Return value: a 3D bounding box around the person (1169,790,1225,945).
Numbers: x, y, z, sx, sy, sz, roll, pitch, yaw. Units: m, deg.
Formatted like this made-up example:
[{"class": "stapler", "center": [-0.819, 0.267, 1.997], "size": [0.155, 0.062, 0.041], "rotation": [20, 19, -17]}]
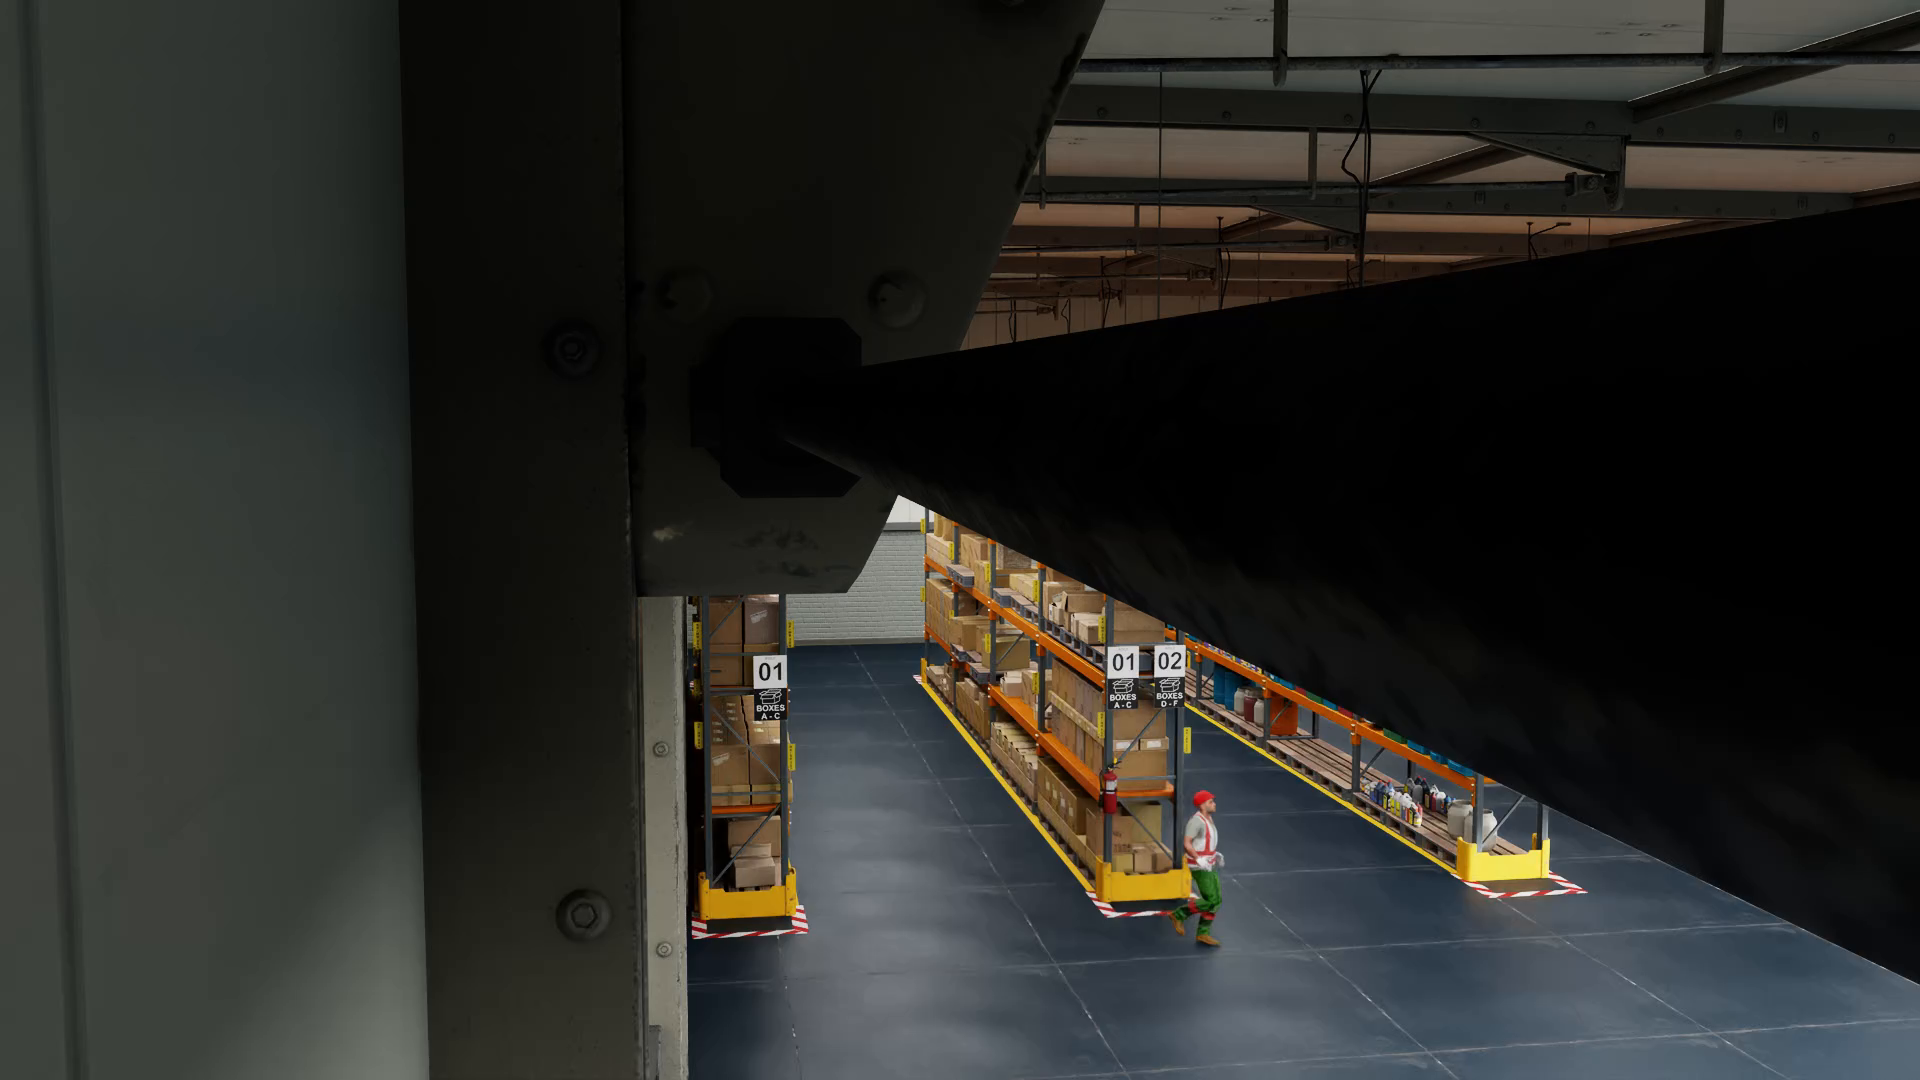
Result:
[{"class": "person", "center": [2.772, 3.778, 19.290], "size": [0.596, 1.753, 0.689], "rotation": [2, 5, 22]}]
